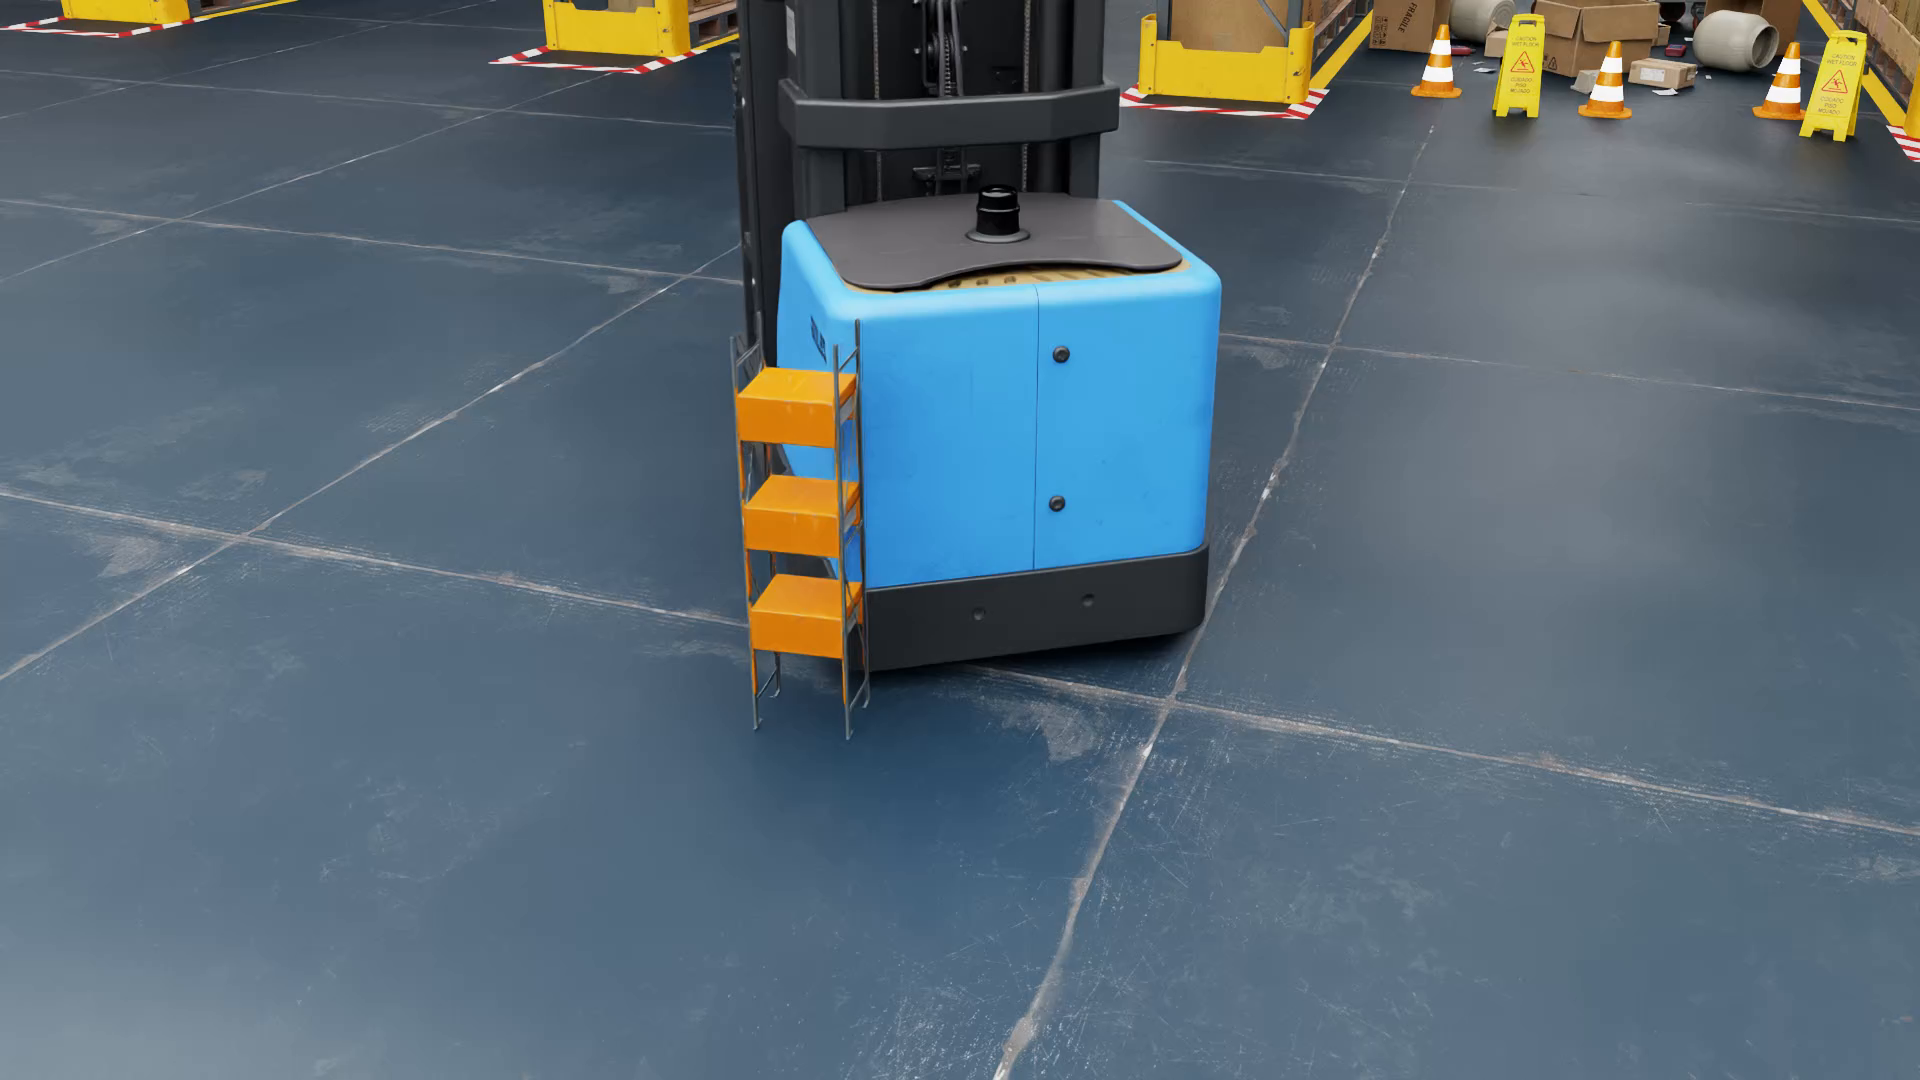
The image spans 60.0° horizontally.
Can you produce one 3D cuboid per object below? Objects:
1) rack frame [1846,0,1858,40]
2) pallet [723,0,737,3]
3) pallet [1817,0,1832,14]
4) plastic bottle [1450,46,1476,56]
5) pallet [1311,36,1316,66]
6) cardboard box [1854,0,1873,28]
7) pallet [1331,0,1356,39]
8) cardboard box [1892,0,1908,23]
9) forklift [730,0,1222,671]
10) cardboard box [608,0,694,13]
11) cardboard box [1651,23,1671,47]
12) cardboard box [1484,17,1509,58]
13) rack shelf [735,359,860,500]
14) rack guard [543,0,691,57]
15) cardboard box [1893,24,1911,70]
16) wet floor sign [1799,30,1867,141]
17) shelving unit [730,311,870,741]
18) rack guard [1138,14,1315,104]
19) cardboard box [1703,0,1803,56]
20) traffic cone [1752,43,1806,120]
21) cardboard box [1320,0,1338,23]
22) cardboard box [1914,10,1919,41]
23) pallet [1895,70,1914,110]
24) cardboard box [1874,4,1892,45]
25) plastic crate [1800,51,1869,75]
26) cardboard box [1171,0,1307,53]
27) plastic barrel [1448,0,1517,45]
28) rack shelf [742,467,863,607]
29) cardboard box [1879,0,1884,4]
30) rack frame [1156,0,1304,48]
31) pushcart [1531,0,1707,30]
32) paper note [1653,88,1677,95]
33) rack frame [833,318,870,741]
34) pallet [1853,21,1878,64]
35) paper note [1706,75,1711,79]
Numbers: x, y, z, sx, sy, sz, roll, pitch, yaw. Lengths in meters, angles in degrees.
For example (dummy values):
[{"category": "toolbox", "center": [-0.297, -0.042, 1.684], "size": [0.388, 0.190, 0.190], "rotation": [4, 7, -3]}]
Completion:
[{"category": "rack frame", "center": [7.899, -5.480, 13.126], "size": [1.000, 3.000, 0.127], "rotation": [9, 27, 17]}, {"category": "pallet", "center": [-2.041, -4.878, 15.082], "size": [1.003, 0.211, 1.213], "rotation": [9, 27, 17]}, {"category": "pallet", "center": [8.561, -5.048, 15.434], "size": [1.003, 0.211, 1.213], "rotation": [9, 27, 17]}, {"category": "plastic bottle", "center": [3.940, -3.887, 13.209], "size": [0.283, 0.061, 0.133], "rotation": [0, 26, -1]}, {"category": "pallet", "center": [2.058, -3.597, 12.438], "size": [1.003, 0.211, 1.213], "rotation": [9, 27, 17]}, {"category": "cardboard box", "center": [7.448, -4.228, 13.214], "size": [0.500, 0.250, 0.500], "rotation": [7, 27, 15]}, {"category": "pallet", "center": [2.870, -4.600, 14.509], "size": [1.003, 0.211, 1.213], "rotation": [9, 27, 17]}, {"category": "cardboard box", "center": [6.933, -3.914, 11.704], "size": [0.500, 0.500, 0.500], "rotation": [8, 27, 16]}, {"category": "forklift", "center": [-0.175, -1.594, 5.179], "size": [1.130, 2.935, 3.031], "rotation": [-6, 27, -13]}, {"category": "cardboard box", "center": [-2.554, -4.591, 13.677], "size": [0.500, 0.500, 0.500], "rotation": [14, 29, 27]}, {"category": "cardboard box", "center": [5.604, -4.226, 13.673], "size": [0.258, 0.266, 0.396], "rotation": [-9, 27, -18]}, {"category": "cardboard box", "center": [4.362, -3.952, 13.108], "size": [0.396, 0.266, 0.258], "rotation": [14, 29, 26]}, {"category": "rack shelf", "center": [-0.381, -0.265, 3.966], "size": [0.240, 0.259, 0.215], "rotation": [6, 26, 11]}, {"category": "rack guard", "center": [-2.752, -4.179, 13.308], "size": [1.175, 0.500, 0.348], "rotation": [9, 27, 17]}, {"category": "cardboard box", "center": [6.763, -3.371, 11.443], "size": [0.500, 0.250, 0.500], "rotation": [9, 27, 18]}, {"category": "wet floor sign", "center": [5.495, -2.854, 10.403], "size": [0.267, 0.644, 0.232], "rotation": [20, 32, 35]}, {"category": "shelving unit", "center": [-0.381, -0.019, 4.085], "size": [0.252, 1.050, 0.215], "rotation": [6, 26, 11]}, {"category": "rack guard", "center": [1.858, -3.378, 11.652], "size": [1.175, 0.500, 0.348], "rotation": [9, 27, 17]}, {"category": "cardboard box", "center": [6.259, -4.113, 13.168], "size": [0.500, 0.500, 0.500], "rotation": [-14, 29, -27]}, {"category": "traffic cone", "center": [5.494, -3.058, 11.035], "size": [0.336, 0.463, 0.334], "rotation": [9, 27, 17]}, {"category": "cardboard box", "center": [2.626, -4.770, 13.615], "size": [0.875, 0.875, 0.875], "rotation": [9, 27, 18]}, {"category": "cardboard box", "center": [6.588, -3.492, 10.833], "size": [0.500, 0.500, 0.500], "rotation": [9, 27, 18]}, {"category": "pallet", "center": [6.897, -2.941, 11.082], "size": [1.003, 0.211, 1.213], "rotation": [9, 27, 17]}, {"category": "cardboard box", "center": [7.107, -3.789, 12.306], "size": [0.500, 0.250, 0.500], "rotation": [8, 27, 17]}, {"category": "plastic crate", "center": [6.603, -3.640, 12.675], "size": [0.402, 0.080, 0.583], "rotation": [0, 26, -1]}, {"category": "cardboard box", "center": [2.029, -4.033, 12.095], "size": [0.875, 0.875, 0.875], "rotation": [9, 27, 18]}, {"category": "plastic barrel", "center": [4.266, -4.308, 13.662], "size": [0.421, 0.421, 0.512], "rotation": [-14, 29, -27]}, {"category": "rack shelf", "center": [-0.381, -0.010, 4.090], "size": [0.240, 0.259, 0.215], "rotation": [6, 26, 11]}, {"category": "cardboard box", "center": [7.281, -4.344, 12.593], "size": [0.500, 0.500, 0.500], "rotation": [10, 28, 20]}, {"category": "rack frame", "center": [1.866, -4.513, 11.128], "size": [1.000, 3.000, 0.127], "rotation": [9, 27, 17]}, {"category": "pushcart", "center": [5.732, -4.610, 14.338], "size": [1.648, 0.377, 0.936], "rotation": [0, 26, -1]}, {"category": "paper note", "center": [5.005, -3.177, 11.777], "size": [0.148, 0.019, 0.142], "rotation": [0, 26, -1]}, {"category": "rack frame", "center": [-0.262, -0.008, 4.061], "size": [0.008, 1.050, 0.200], "rotation": [6, 26, 11]}, {"category": "pallet", "center": [7.709, -3.944, 13.153], "size": [1.003, 0.211, 1.213], "rotation": [9, 27, 17]}, {"category": "paper note", "center": [5.549, -3.433, 12.329], "size": [0.032, 0.001, 0.123], "rotation": [9, 27, 17]}]
